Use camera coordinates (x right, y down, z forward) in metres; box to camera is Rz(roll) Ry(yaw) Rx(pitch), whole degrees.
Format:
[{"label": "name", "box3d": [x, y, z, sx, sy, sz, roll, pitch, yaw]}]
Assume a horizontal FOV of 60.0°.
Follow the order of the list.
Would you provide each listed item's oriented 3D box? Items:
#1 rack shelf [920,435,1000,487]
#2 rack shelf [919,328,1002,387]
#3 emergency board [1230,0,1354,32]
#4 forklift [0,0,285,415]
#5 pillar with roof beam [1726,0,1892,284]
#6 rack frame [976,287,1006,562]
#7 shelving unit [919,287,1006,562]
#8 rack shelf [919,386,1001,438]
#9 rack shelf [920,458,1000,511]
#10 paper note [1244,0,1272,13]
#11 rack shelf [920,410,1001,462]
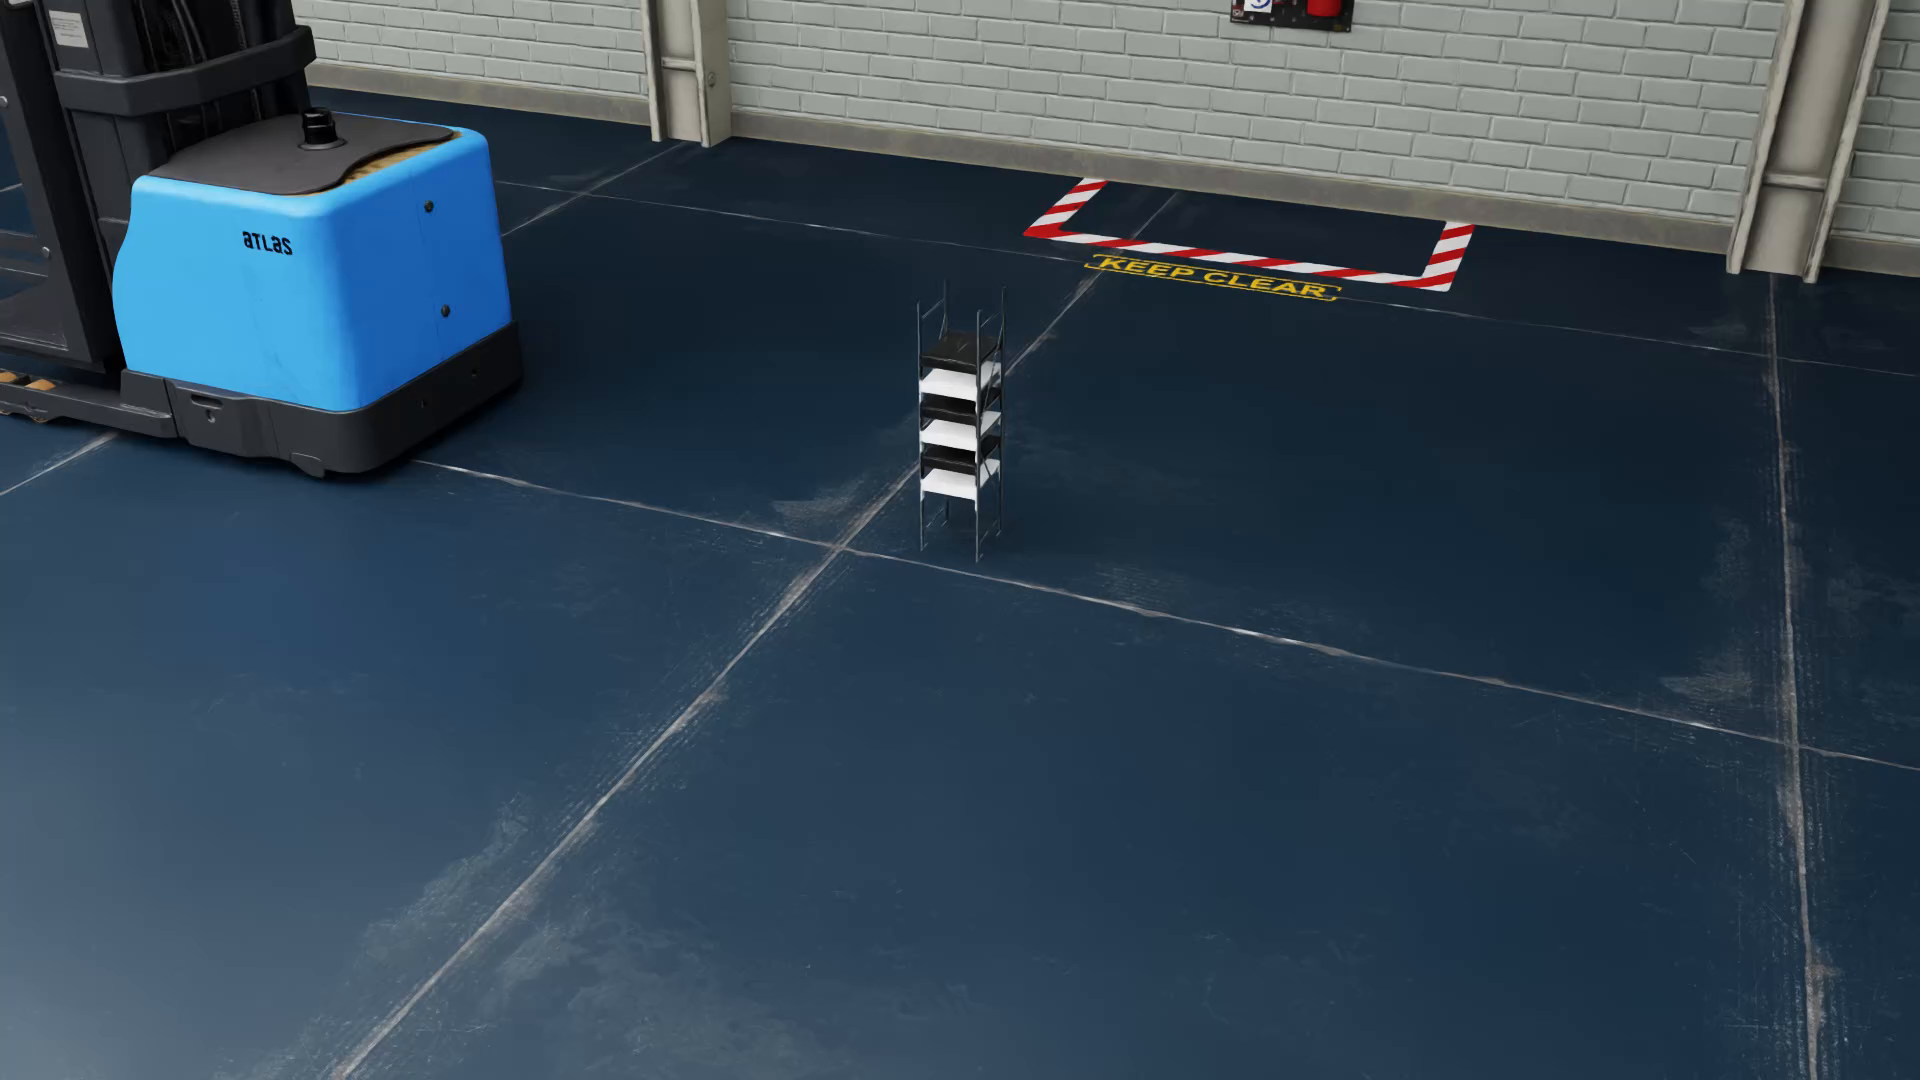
[{"label": "rack shelf", "box3d": [0.008, -0.283, 5.587, 0.200, 0.077, 0.258, 11, 31, 19]}, {"label": "rack shelf", "box3d": [0.008, -0.596, 5.409, 0.200, 0.077, 0.258, 11, 31, 19]}, {"label": "emergency board", "box3d": [1.671, -3.106, 8.197, 0.643, 1.169, 0.194, 11, 31, 19]}, {"label": "forklift", "box3d": [-3.348, -1.967, 6.251, 3.031, 2.935, 1.121, 12, 31, 20]}, {"label": "pillar with roof beam", "box3d": [2.328, -3.280, 2.408, 0.400, 9.000, 9.100, 11, 31, 19]}, {"label": "rack frame", "box3d": [0.102, -0.371, 5.493, 0.006, 0.900, 0.240, 11, 31, 19]}, {"label": "shelving unit", "box3d": [-7.401, -3.354, 10.769, 18.469, 0.900, 6.000, 11, 31, 19]}, {"label": "rack shelf", "box3d": [0.008, -0.440, 5.498, 0.200, 0.077, 0.258, 11, 31, 19]}, {"label": "rack shelf", "box3d": [-7.404, -3.082, 10.924, 18.464, 0.276, 6.000, 11, 31, 19]}, {"label": "paper note", "box3d": [1.533, -2.787, 8.527, 0.142, 0.148, 0.016, 11, 31, 19]}, {"label": "rack shelf", "box3d": [0.008, -0.361, 5.542, 0.200, 0.077, 0.258, 11, 31, 19]}]
